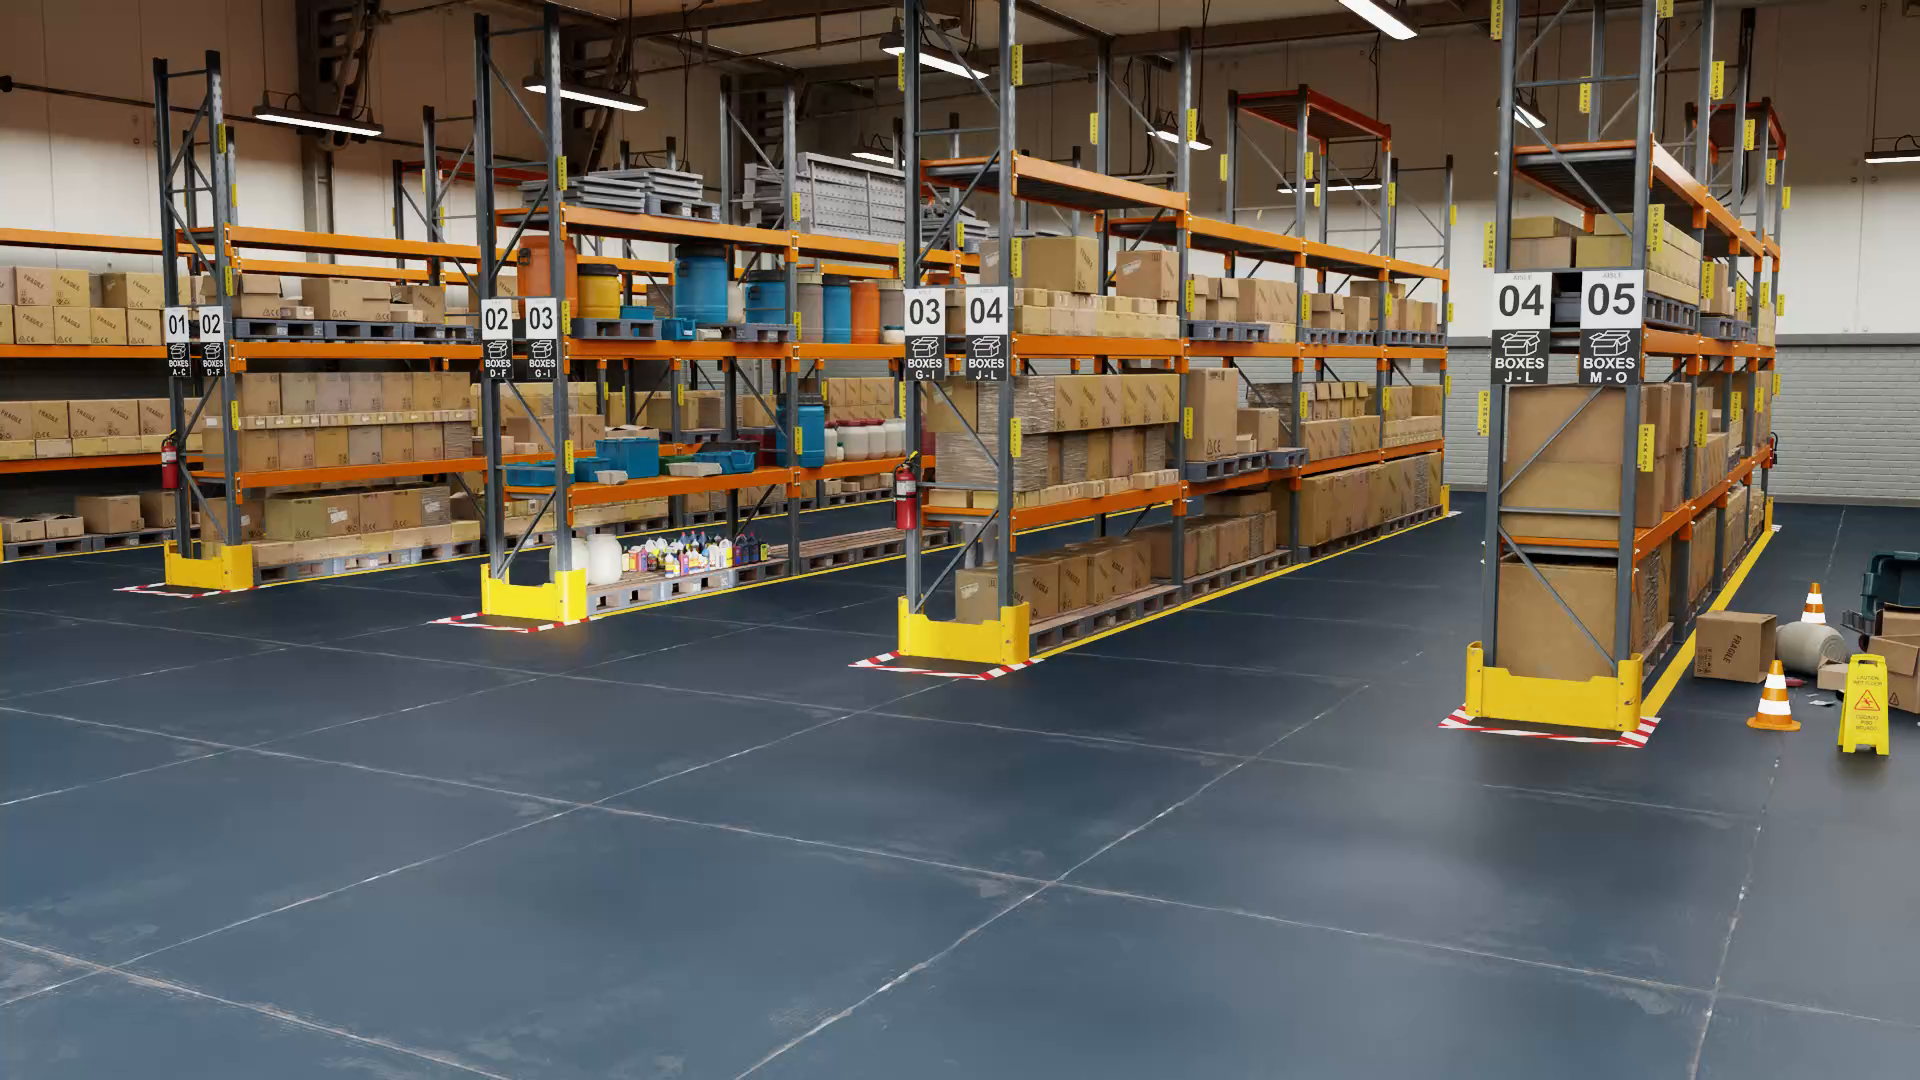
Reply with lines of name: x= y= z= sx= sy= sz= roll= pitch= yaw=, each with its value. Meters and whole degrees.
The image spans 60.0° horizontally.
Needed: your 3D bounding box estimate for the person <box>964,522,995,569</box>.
person: x=0.254 y=-0.234 z=18.472 sx=0.459 sy=1.688 sz=0.543 roll=3 pitch=7 yaw=29
